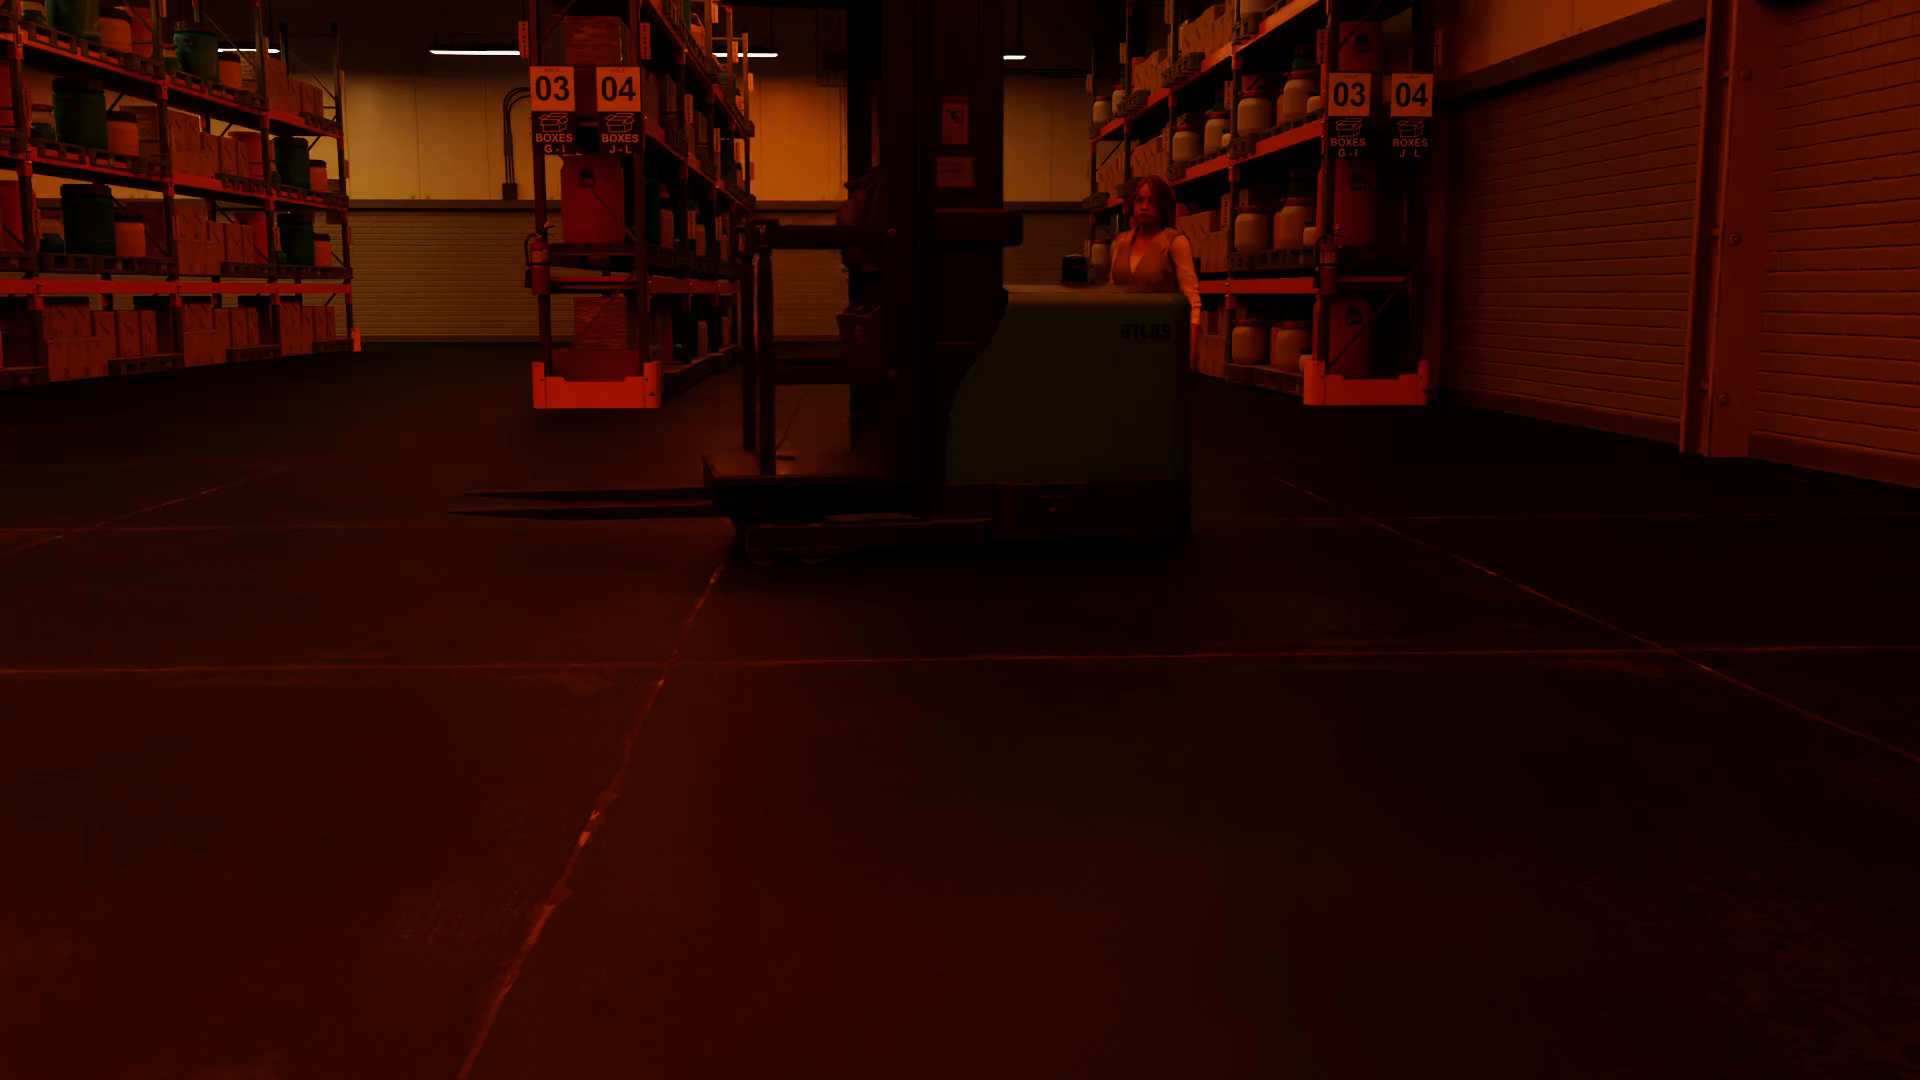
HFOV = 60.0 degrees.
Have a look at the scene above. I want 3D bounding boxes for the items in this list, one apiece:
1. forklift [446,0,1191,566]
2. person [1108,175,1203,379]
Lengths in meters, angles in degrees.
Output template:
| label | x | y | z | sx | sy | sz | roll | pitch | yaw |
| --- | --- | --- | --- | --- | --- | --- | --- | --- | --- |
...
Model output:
| label | x | y | z | sx | sy | sz | roll | pitch | yaw |
| --- | --- | --- | --- | --- | --- | --- | --- | --- | --- |
| forklift | -0.599 | -1.431 | 6.966 | 3.031 | 2.935 | 1.130 | -2 | 9 | -11 |
| person | 0.828 | -0.830 | 7.522 | 0.547 | 1.581 | 0.370 | 6 | 10 | 33 |
